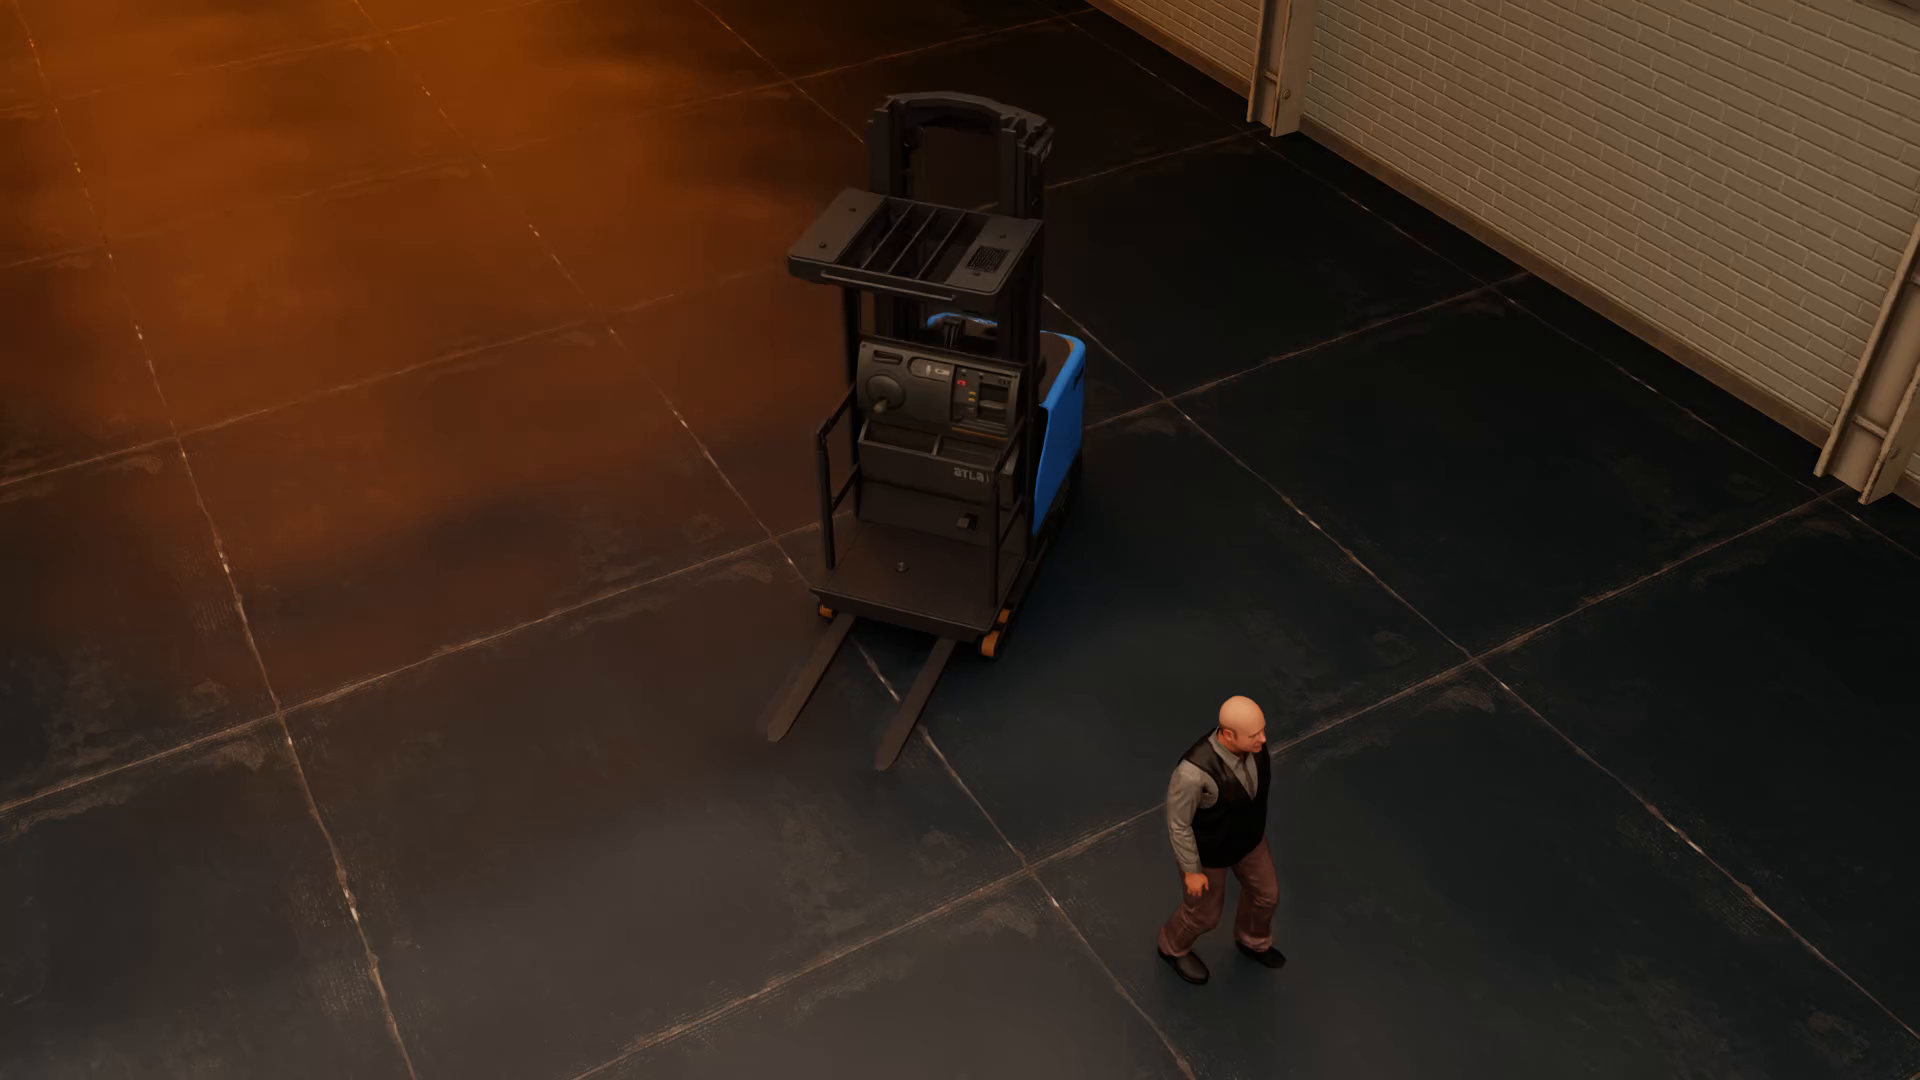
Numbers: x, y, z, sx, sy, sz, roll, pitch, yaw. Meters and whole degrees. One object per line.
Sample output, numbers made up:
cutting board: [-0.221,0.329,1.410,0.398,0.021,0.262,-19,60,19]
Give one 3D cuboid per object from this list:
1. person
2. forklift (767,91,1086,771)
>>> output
person: [1.202,1.339,7.338,0.621,1.649,0.535,-30,48,-31]
forklift: [-0.192,-0.751,8.941,1.130,2.935,3.031,13,41,15]
